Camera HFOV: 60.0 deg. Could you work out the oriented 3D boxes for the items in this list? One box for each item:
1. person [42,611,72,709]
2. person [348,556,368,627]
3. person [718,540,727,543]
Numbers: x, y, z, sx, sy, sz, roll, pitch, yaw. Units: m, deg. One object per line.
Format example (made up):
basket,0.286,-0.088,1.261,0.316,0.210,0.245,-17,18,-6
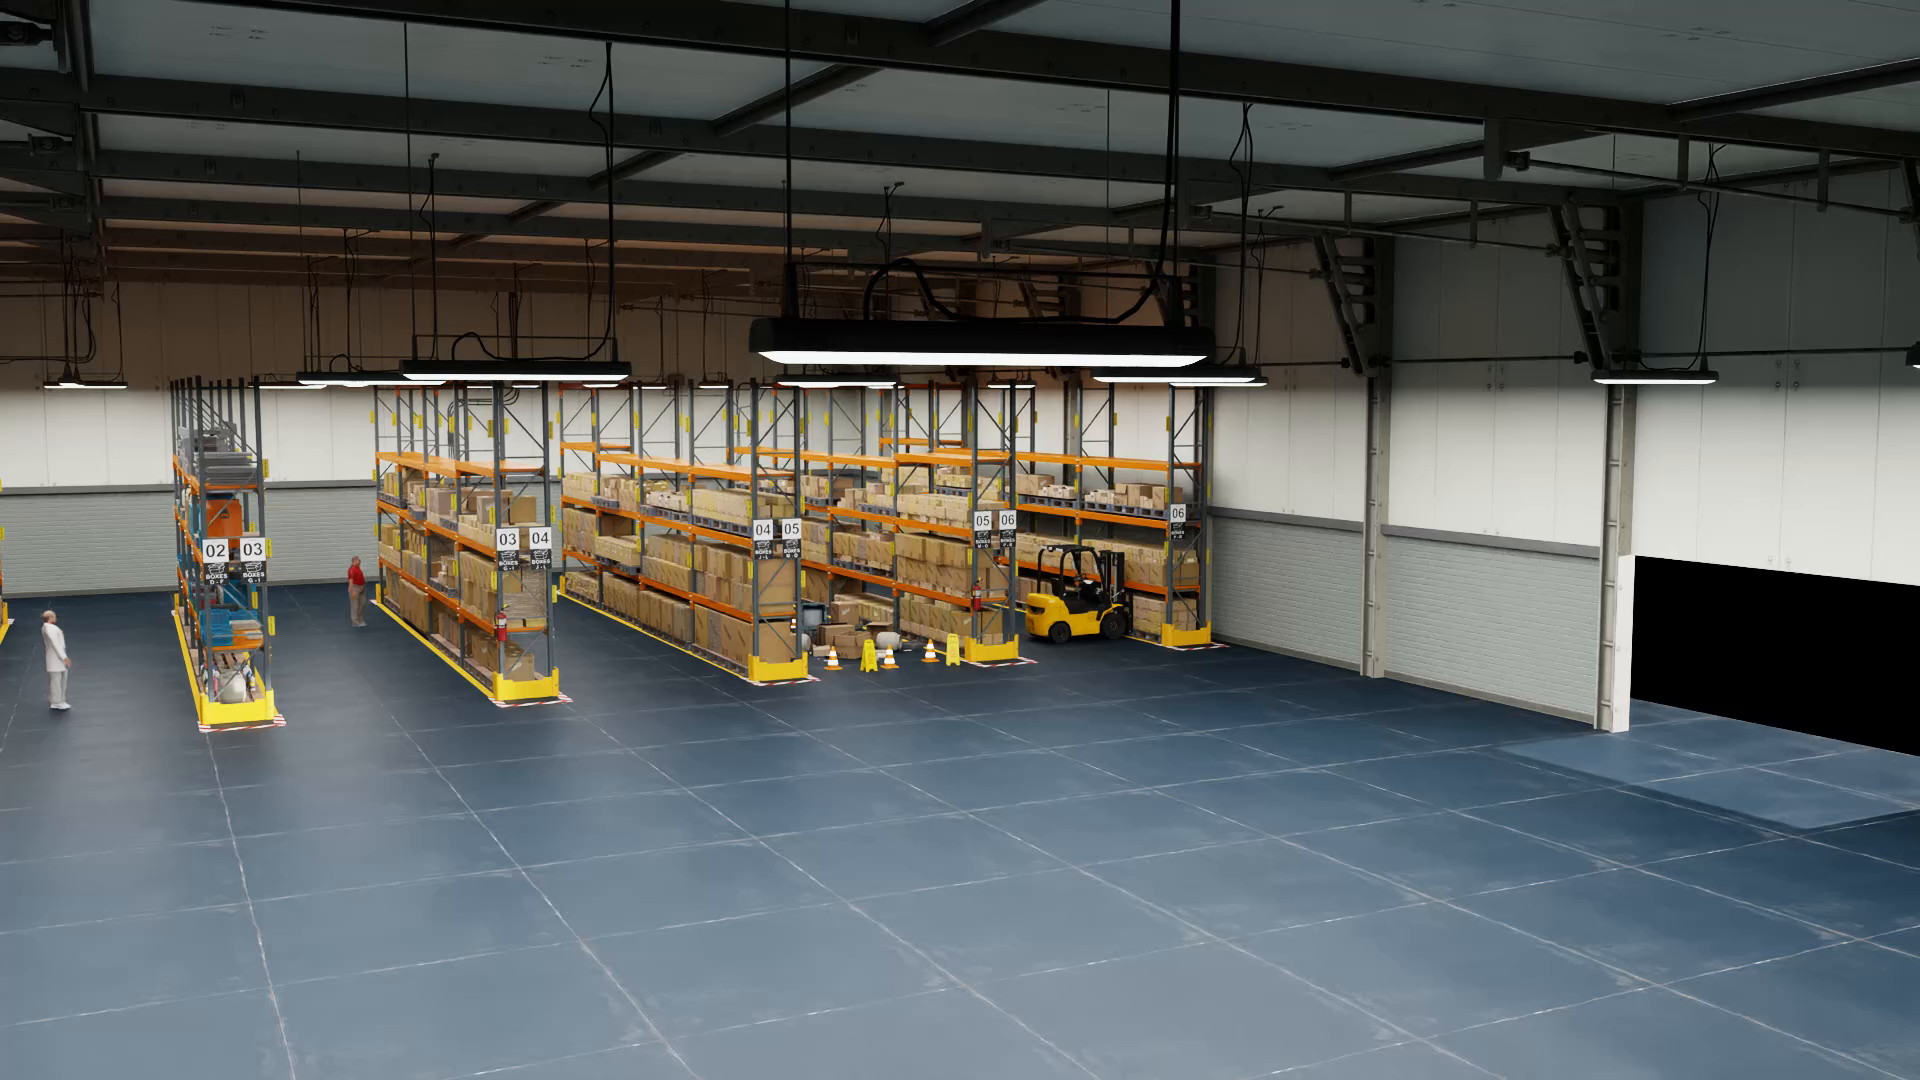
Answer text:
person,-16.339,2.182,30.136,0.562,1.835,0.665,-1,5,-13
person,-14.722,1.307,40.674,0.414,1.654,0.601,1,5,14
person,-7.206,0.292,51.220,0.598,1.781,0.429,-2,5,-19
